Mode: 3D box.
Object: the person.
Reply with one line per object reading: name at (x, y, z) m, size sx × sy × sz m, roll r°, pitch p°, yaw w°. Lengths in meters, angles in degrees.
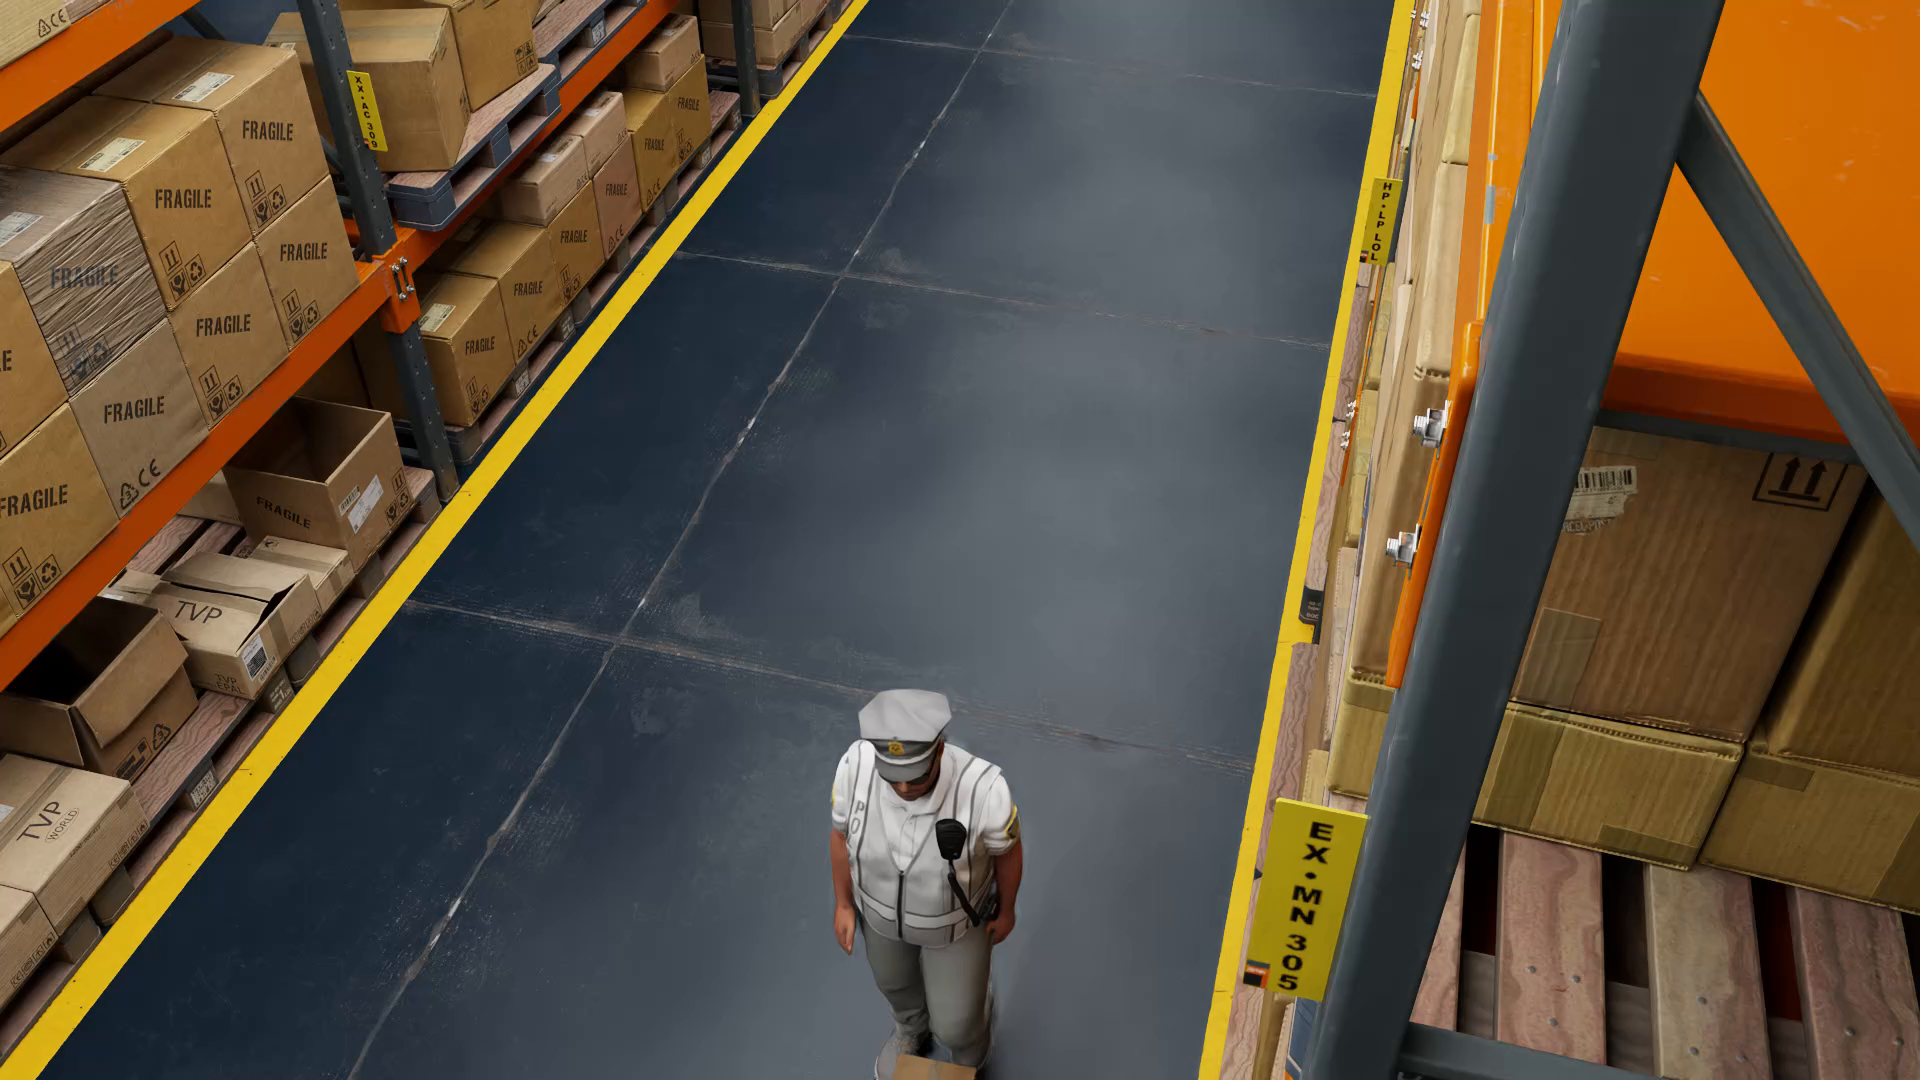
person at (-0.100, 1.071, 4.907) m, size 0.549 × 1.777 × 0.462 m, roll 12°, pitch 42°, yaw 14°
